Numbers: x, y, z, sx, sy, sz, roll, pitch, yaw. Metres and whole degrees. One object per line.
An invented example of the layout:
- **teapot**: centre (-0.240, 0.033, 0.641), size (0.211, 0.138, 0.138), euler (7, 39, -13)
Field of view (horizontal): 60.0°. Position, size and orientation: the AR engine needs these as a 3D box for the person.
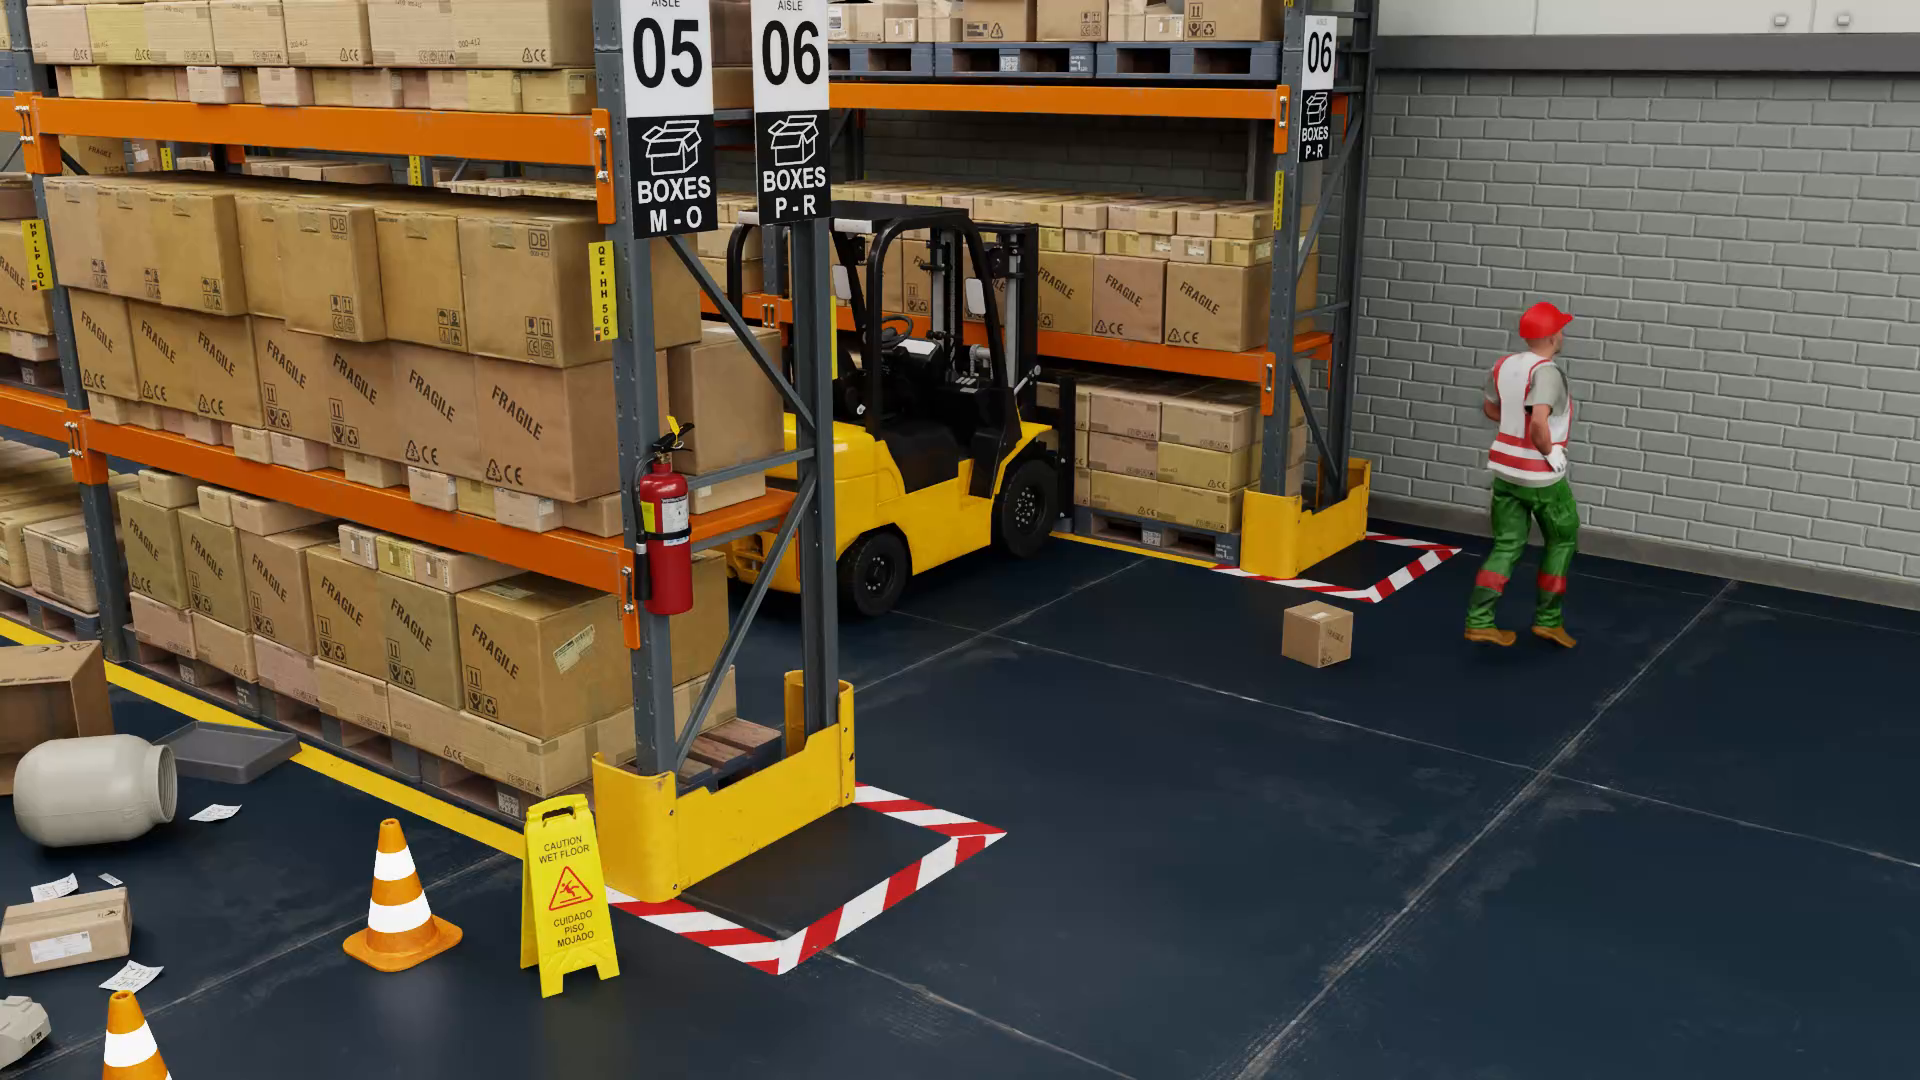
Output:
- **person**: centre (2.896, -0.304, 8.514), size (0.699, 1.830, 0.655), euler (-7, 18, -23)
